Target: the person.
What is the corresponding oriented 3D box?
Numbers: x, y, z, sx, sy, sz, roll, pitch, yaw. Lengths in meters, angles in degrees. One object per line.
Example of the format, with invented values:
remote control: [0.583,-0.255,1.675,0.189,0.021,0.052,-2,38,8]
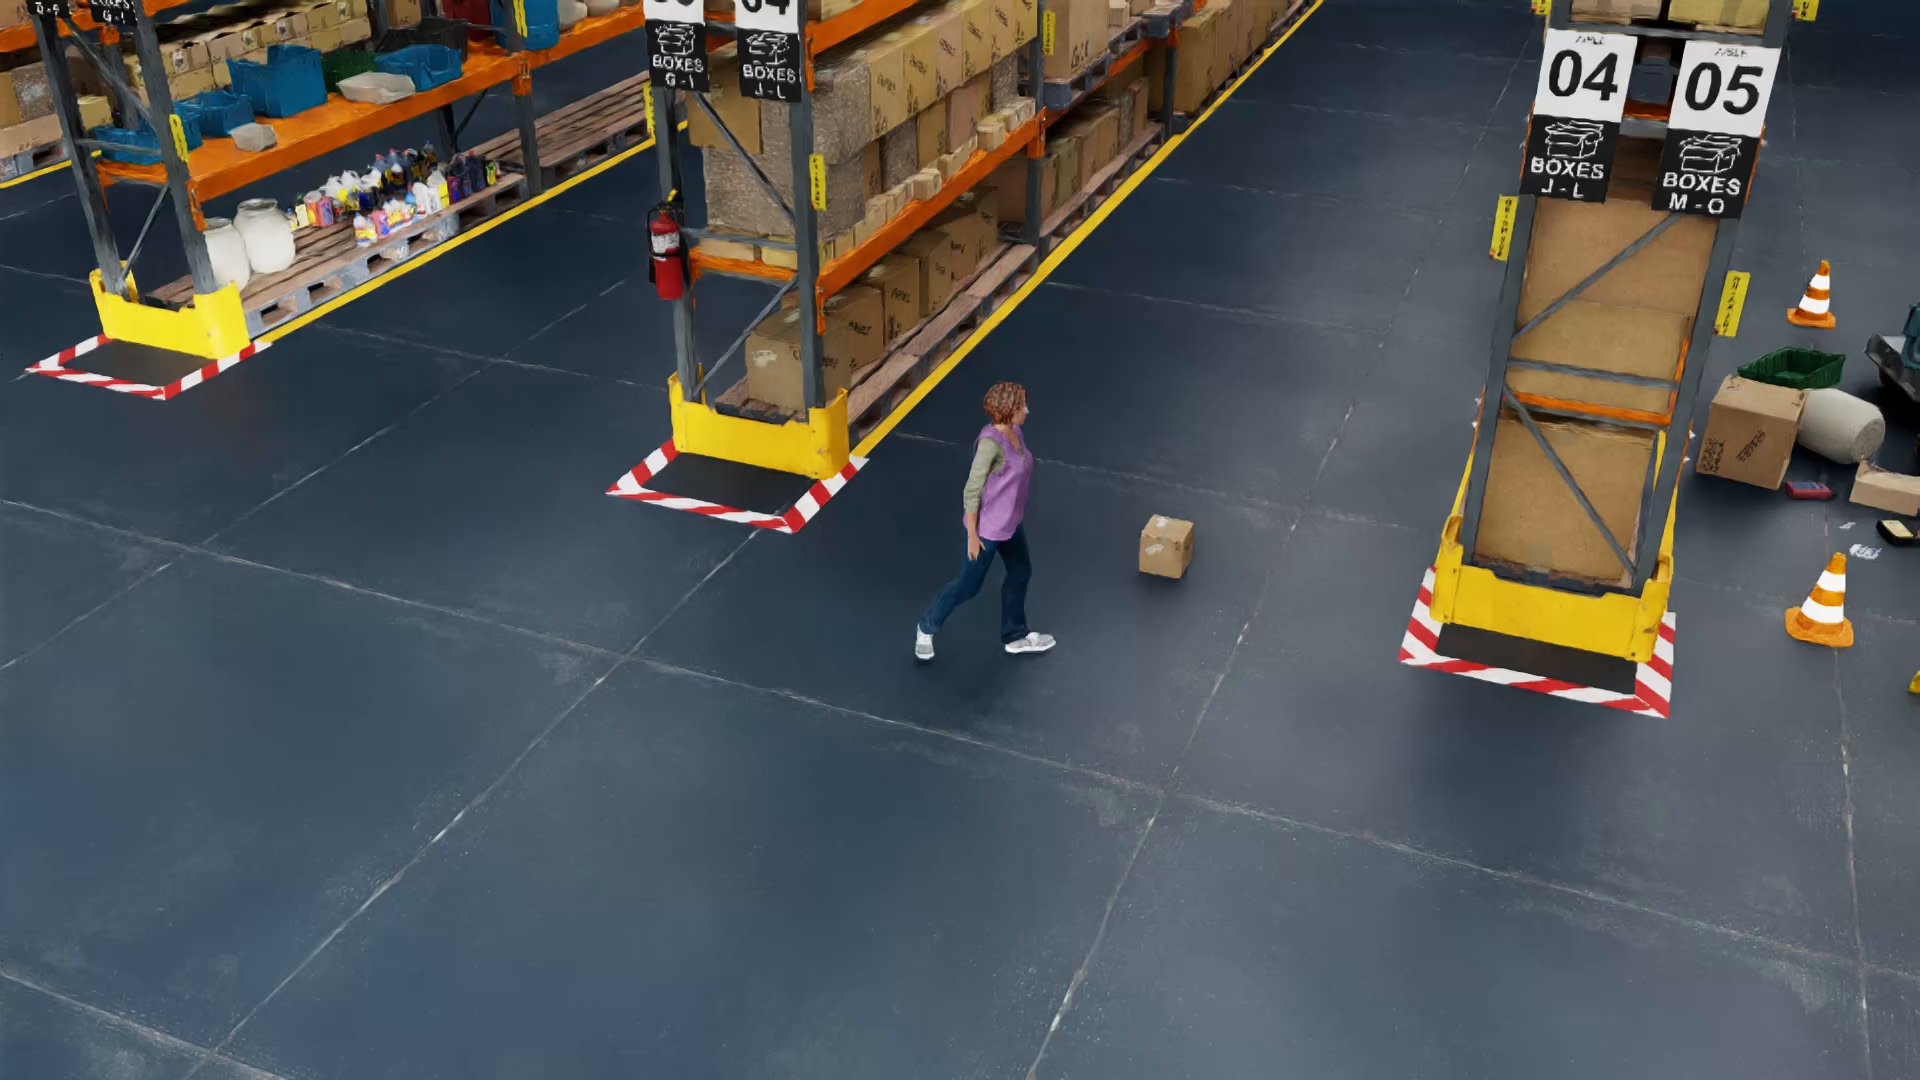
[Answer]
person: [0.148,-0.115,8.603,0.708,1.566,0.683,10,32,17]
